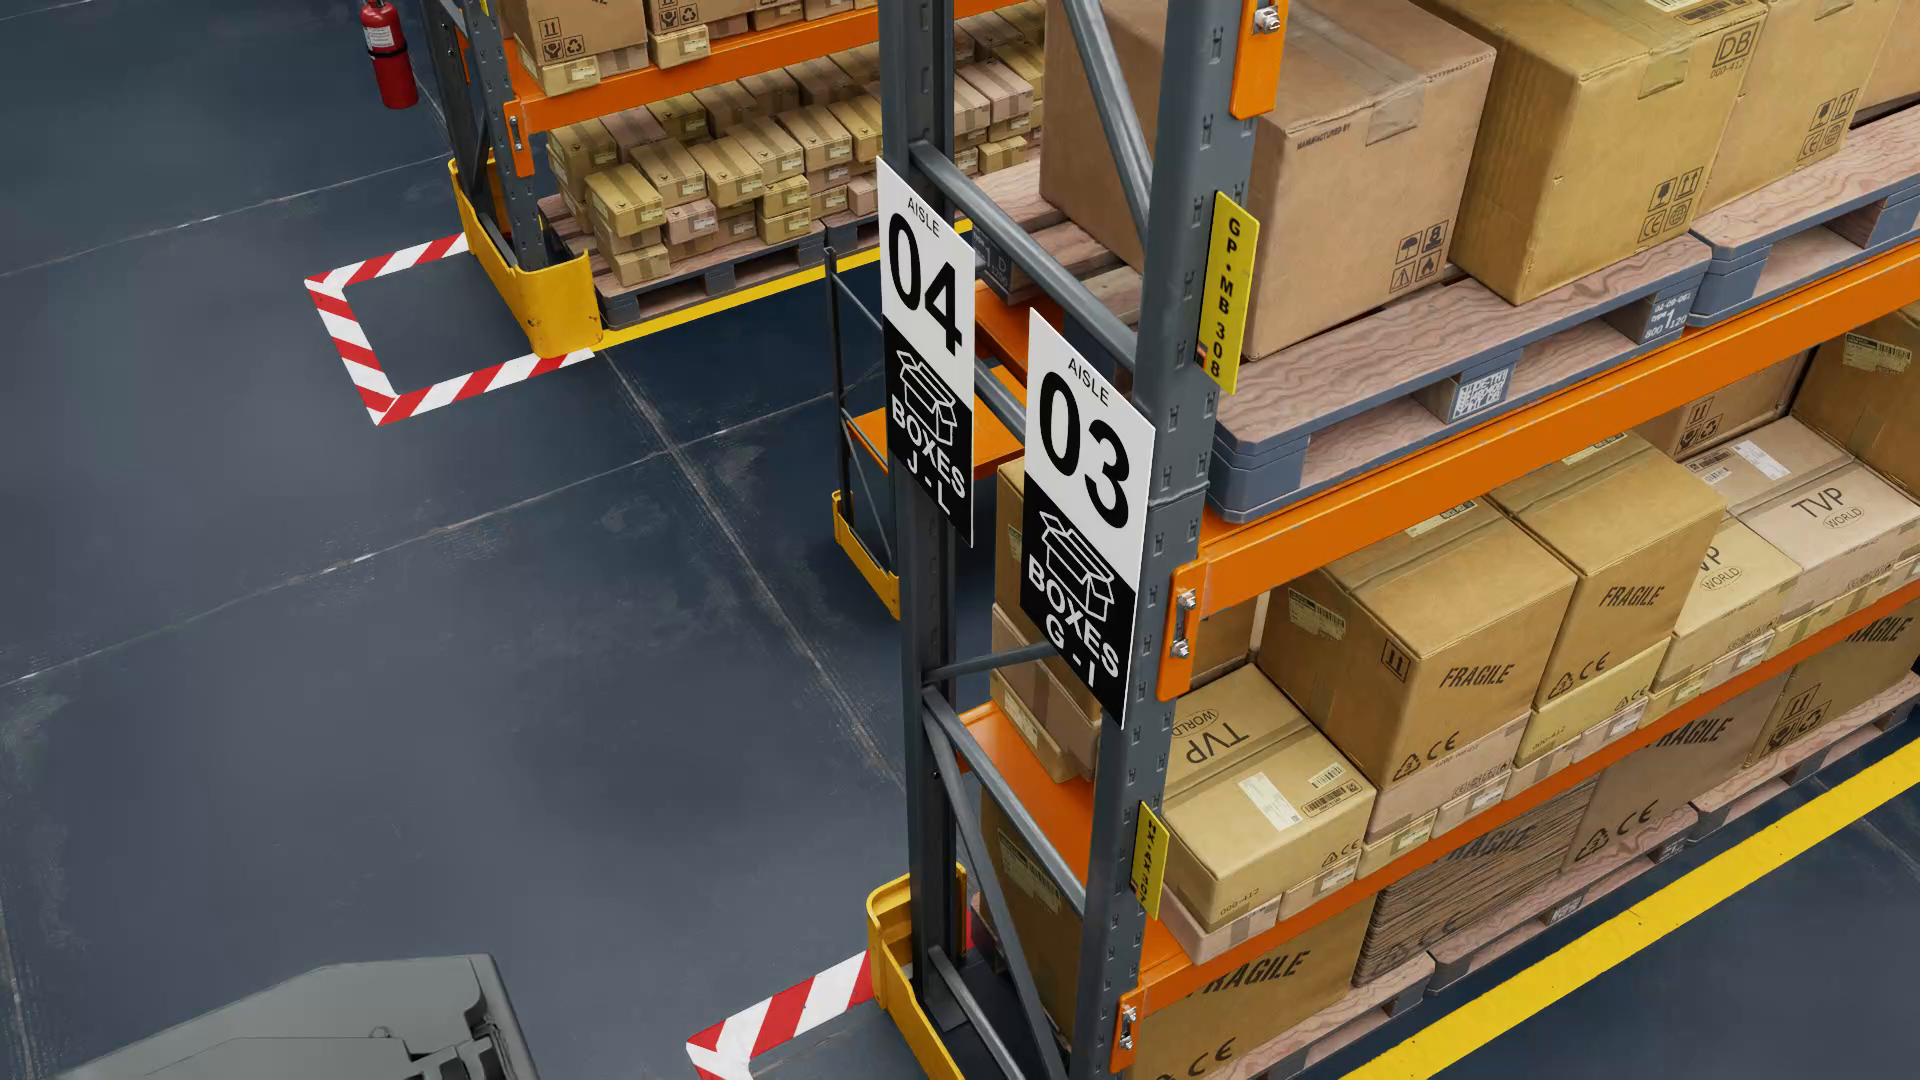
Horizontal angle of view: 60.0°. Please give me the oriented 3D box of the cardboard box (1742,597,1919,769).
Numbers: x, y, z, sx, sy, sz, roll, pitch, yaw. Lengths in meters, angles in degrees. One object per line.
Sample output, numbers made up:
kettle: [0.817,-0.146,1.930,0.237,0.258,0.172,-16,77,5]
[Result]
cardboard box: [2.997,0.109,6.137,0.875,0.875,0.875,-22,48,-21]

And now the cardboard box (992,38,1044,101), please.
cardboard box: [0.369,-2.528,8.948,0.250,0.149,0.380,-20,48,-20]

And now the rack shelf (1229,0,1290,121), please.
rack shelf: [1.875,-1.740,3.315,4.000,0.370,1.077,-22,48,-21]

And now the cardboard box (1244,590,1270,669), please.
cardboard box: [0.869,0.148,4.767,0.500,0.250,0.500,-23,49,-22]

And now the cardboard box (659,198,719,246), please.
cardboard box: [-1.395,-1.648,8.255,0.250,0.149,0.380,-22,48,-21]

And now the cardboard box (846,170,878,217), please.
cardboard box: [-0.522,-1.875,8.703,0.250,0.149,0.380,-24,49,-23]

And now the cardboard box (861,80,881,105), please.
cardboard box: [-0.318,-2.257,8.669,0.250,0.149,0.380,-22,48,-21]

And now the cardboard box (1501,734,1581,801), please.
cardboard box: [1.503,0.513,4.677,0.250,0.149,0.380,-23,49,-22]

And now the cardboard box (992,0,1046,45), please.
cardboard box: [0.360,-2.883,9.314,0.250,0.149,0.380,-22,48,-21]

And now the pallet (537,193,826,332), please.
pallet: [-1.455,-1.612,8.689,1.213,0.211,1.003,-22,48,-21]

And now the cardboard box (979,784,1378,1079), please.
cardboard box: [0.656,1.046,5.172,0.875,0.875,0.875,-22,48,-21]

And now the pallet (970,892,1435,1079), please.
pallet: [0.795,1.381,5.605,1.213,0.211,1.003,-22,48,-21]

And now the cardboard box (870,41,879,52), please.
cardboard box: [-0.311,-2.595,9.018,0.250,0.149,0.380,-24,49,-23]

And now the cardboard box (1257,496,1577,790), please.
cardboard box: [1.125,0.206,4.169,0.500,0.500,0.500,-23,49,-22]

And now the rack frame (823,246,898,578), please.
rack frame: [-0.367,-0.391,6.506,0.032,1.500,0.500,-22,48,-21]

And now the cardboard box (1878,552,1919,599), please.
cardboard box: [2.839,-0.022,5.228,0.250,0.149,0.380,-21,48,-20]

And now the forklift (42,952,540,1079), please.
forklift: [-0.778,2.173,2.836,1.130,2.935,3.031,-20,48,-20]

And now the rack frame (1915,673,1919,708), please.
rack frame: [3.609,-0.683,5.730,0.127,3.000,1.000,-22,48,-21]

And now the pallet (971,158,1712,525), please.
pallet: [0.778,-0.604,3.557,1.213,0.211,1.003,-22,48,-21]

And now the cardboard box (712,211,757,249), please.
cardboard box: [-1.231,-1.672,8.494,0.250,0.149,0.380,-21,48,-21]

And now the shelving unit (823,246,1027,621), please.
shelving unit: [0.066,-0.565,6.684,1.083,1.500,0.587,-22,48,-21]

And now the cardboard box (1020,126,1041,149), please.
cardboard box: [0.302,-2.311,9.152,0.250,0.149,0.380,-23,49,-22]

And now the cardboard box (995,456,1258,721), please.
cardboard box: [0.432,0.055,4.325,0.500,0.500,0.500,-21,48,-20]

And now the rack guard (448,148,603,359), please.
rack guard: [-2.177,-1.455,8.320,0.348,0.500,1.175,-22,48,-21]

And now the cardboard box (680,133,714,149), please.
cardboard box: [-1.478,-2.097,8.718,0.250,0.149,0.380,-24,49,-23]

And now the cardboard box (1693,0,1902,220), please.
cardboard box: [1.537,-1.138,3.599,0.500,0.500,0.700,-25,49,-24]

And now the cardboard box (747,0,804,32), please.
cardboard box: [-0.935,-2.576,7.860,0.250,0.149,0.380,-22,48,-21]

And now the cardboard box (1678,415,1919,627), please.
cardboard box: [2.467,-0.066,4.988,0.500,0.250,0.500,-21,48,-20]

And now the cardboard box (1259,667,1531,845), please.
cardboard box: [1.139,0.464,4.442,0.500,0.250,0.500,-22,48,-21]

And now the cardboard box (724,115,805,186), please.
cardboard box: [-0.984,-1.958,8.361,0.250,0.149,0.380,-24,49,-23]

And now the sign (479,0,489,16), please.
sign: [-1.972,-2.309,6.783,0.005,0.325,0.100,-22,48,-21]

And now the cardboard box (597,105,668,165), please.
cardboard box: [-1.664,-2.056,8.462,0.250,0.149,0.380,-21,48,-20]

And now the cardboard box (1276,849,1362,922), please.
cardboard box: [0.834,0.781,4.401,0.250,0.149,0.380,-22,48,-22]

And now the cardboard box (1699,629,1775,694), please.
cardboard box: [2.172,0.244,4.954,0.250,0.149,0.380,-21,48,-20]

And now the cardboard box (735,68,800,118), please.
cardboard box: [-1.041,-2.401,8.818,0.250,0.149,0.380,-20,48,-20]

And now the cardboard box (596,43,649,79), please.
cardboard box: [-1.599,-2.263,7.538,0.250,0.149,0.380,-20,48,-20]

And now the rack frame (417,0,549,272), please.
rack frame: [-2.243,-2.326,7.422,0.127,3.000,1.000,-22,48,-21]

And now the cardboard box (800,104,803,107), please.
cardboard box: [-0.804,-2.362,8.991,0.250,0.149,0.380,-20,47,-19]

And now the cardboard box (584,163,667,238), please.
cardboard box: [-1.619,-1.643,8.037,0.250,0.149,0.380,-24,49,-23]

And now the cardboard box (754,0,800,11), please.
cardboard box: [-0.834,-2.821,7.647,0.500,0.500,0.500,-21,48,-20]

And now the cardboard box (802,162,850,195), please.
cardboard box: [-0.768,-1.959,8.576,0.250,0.149,0.380,-24,49,-23]

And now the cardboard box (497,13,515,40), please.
cardboard box: [-2.101,-2.519,7.802,0.250,0.149,0.380,-22,48,-21]

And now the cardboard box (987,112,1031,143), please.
cardboard box: [0.181,-2.314,8.941,0.250,0.149,0.380,-21,48,-20]
